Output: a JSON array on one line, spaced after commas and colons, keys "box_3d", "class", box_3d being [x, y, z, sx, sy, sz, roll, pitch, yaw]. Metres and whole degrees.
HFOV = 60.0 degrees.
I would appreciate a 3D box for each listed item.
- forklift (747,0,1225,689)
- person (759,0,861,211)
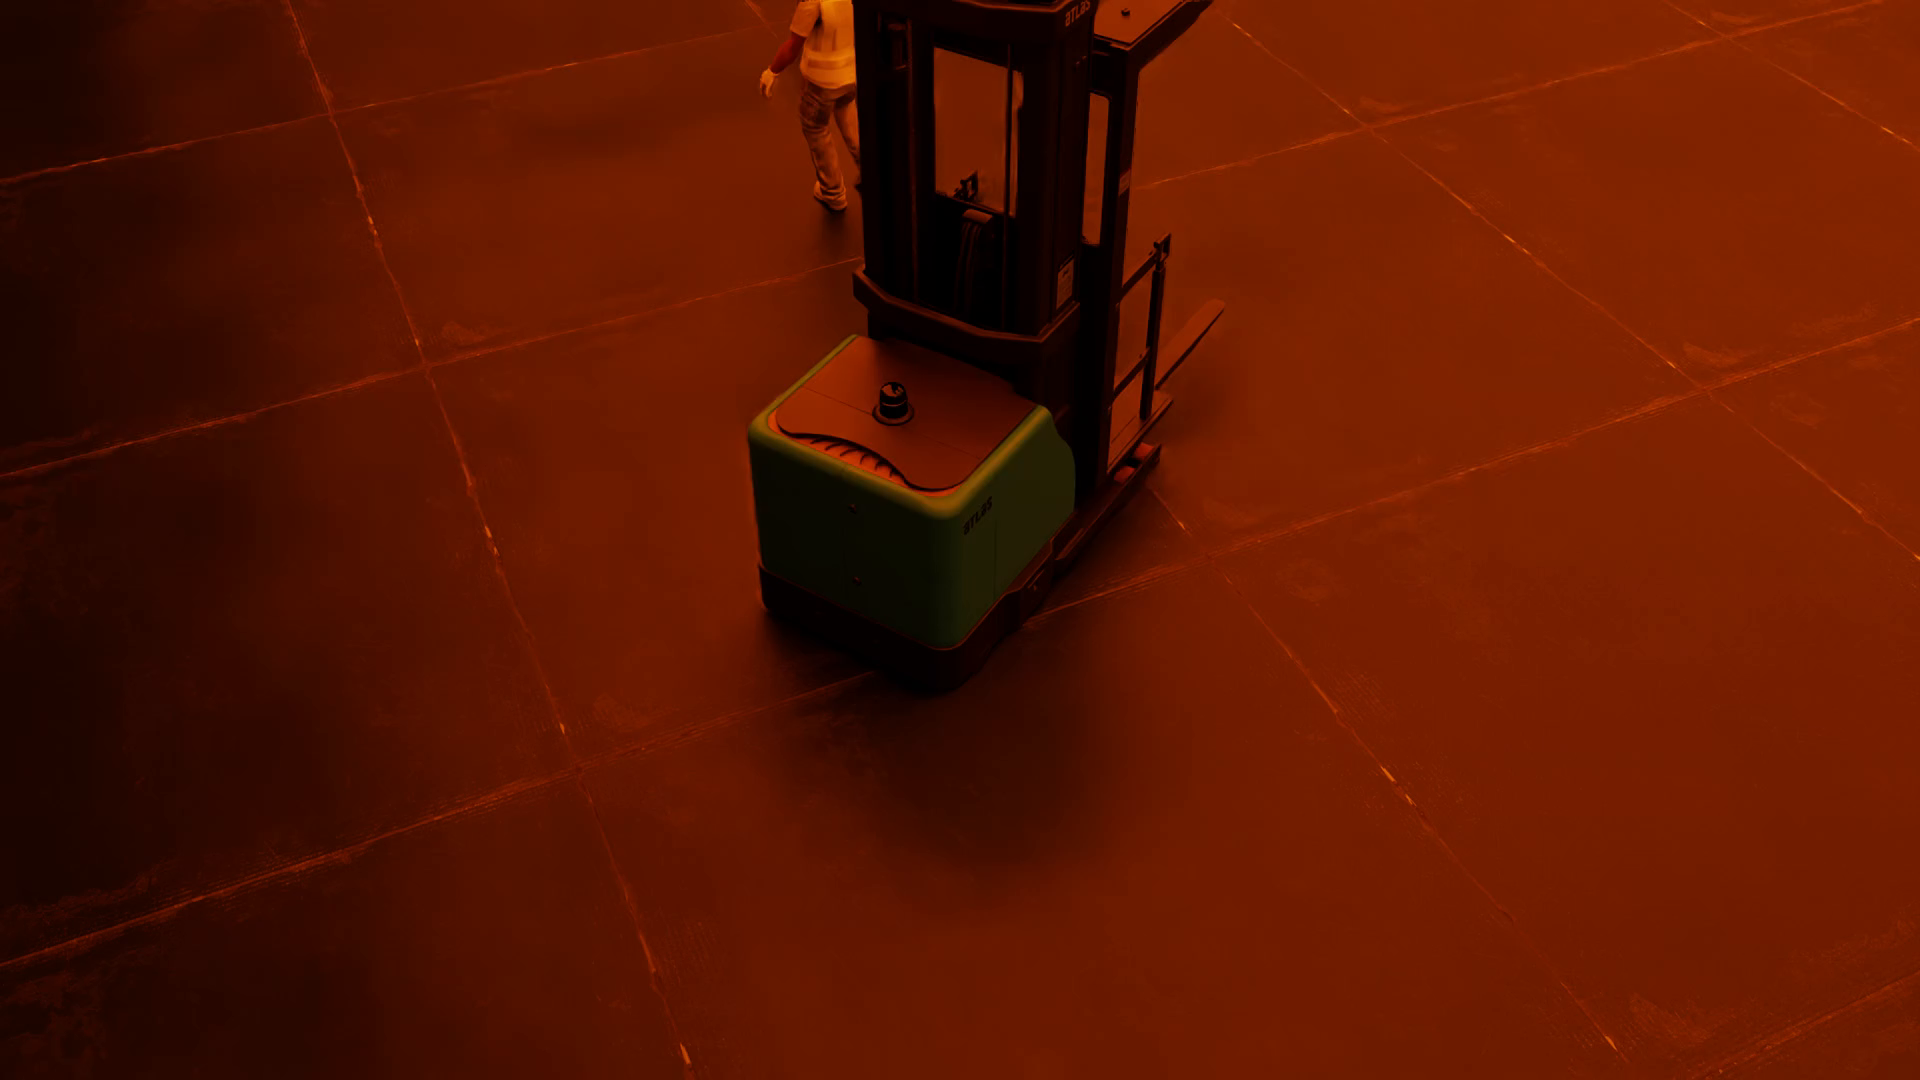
[{"box_3d": [0.324, -1.425, 7.207, 1.130, 2.935, 3.031, 23, 48, 23], "class": "forklift"}, {"box_3d": [-0.764, -2.666, 9.410, 0.827, 1.762, 0.483, -27, 49, -26], "class": "person"}]
